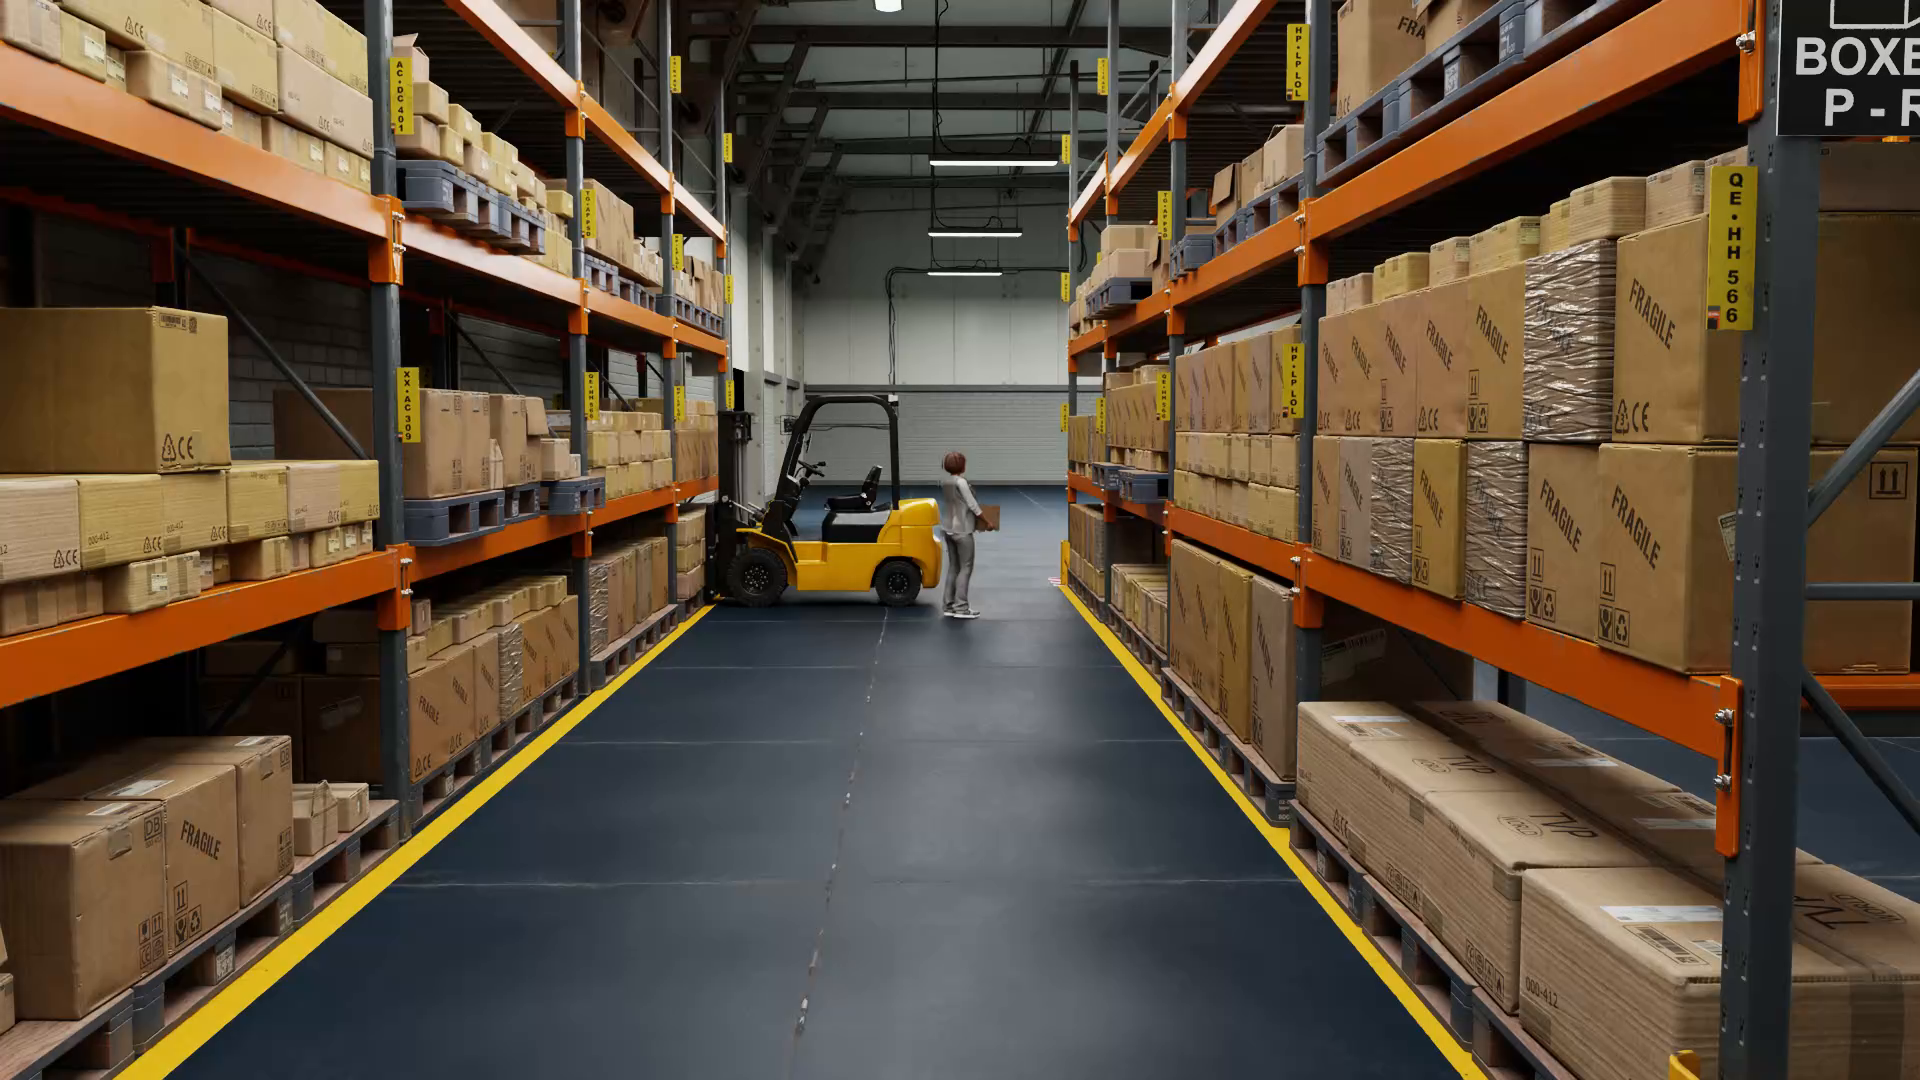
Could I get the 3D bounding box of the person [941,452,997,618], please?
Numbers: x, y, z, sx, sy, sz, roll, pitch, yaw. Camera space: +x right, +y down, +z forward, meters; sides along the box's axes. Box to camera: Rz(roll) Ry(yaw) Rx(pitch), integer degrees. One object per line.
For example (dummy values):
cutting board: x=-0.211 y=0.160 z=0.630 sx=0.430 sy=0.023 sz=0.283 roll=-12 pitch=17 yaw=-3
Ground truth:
person: x=0.072 y=-0.056 z=16.031 sx=0.486 sy=1.595 sz=0.412 roll=-2 pitch=5 yaw=-29
